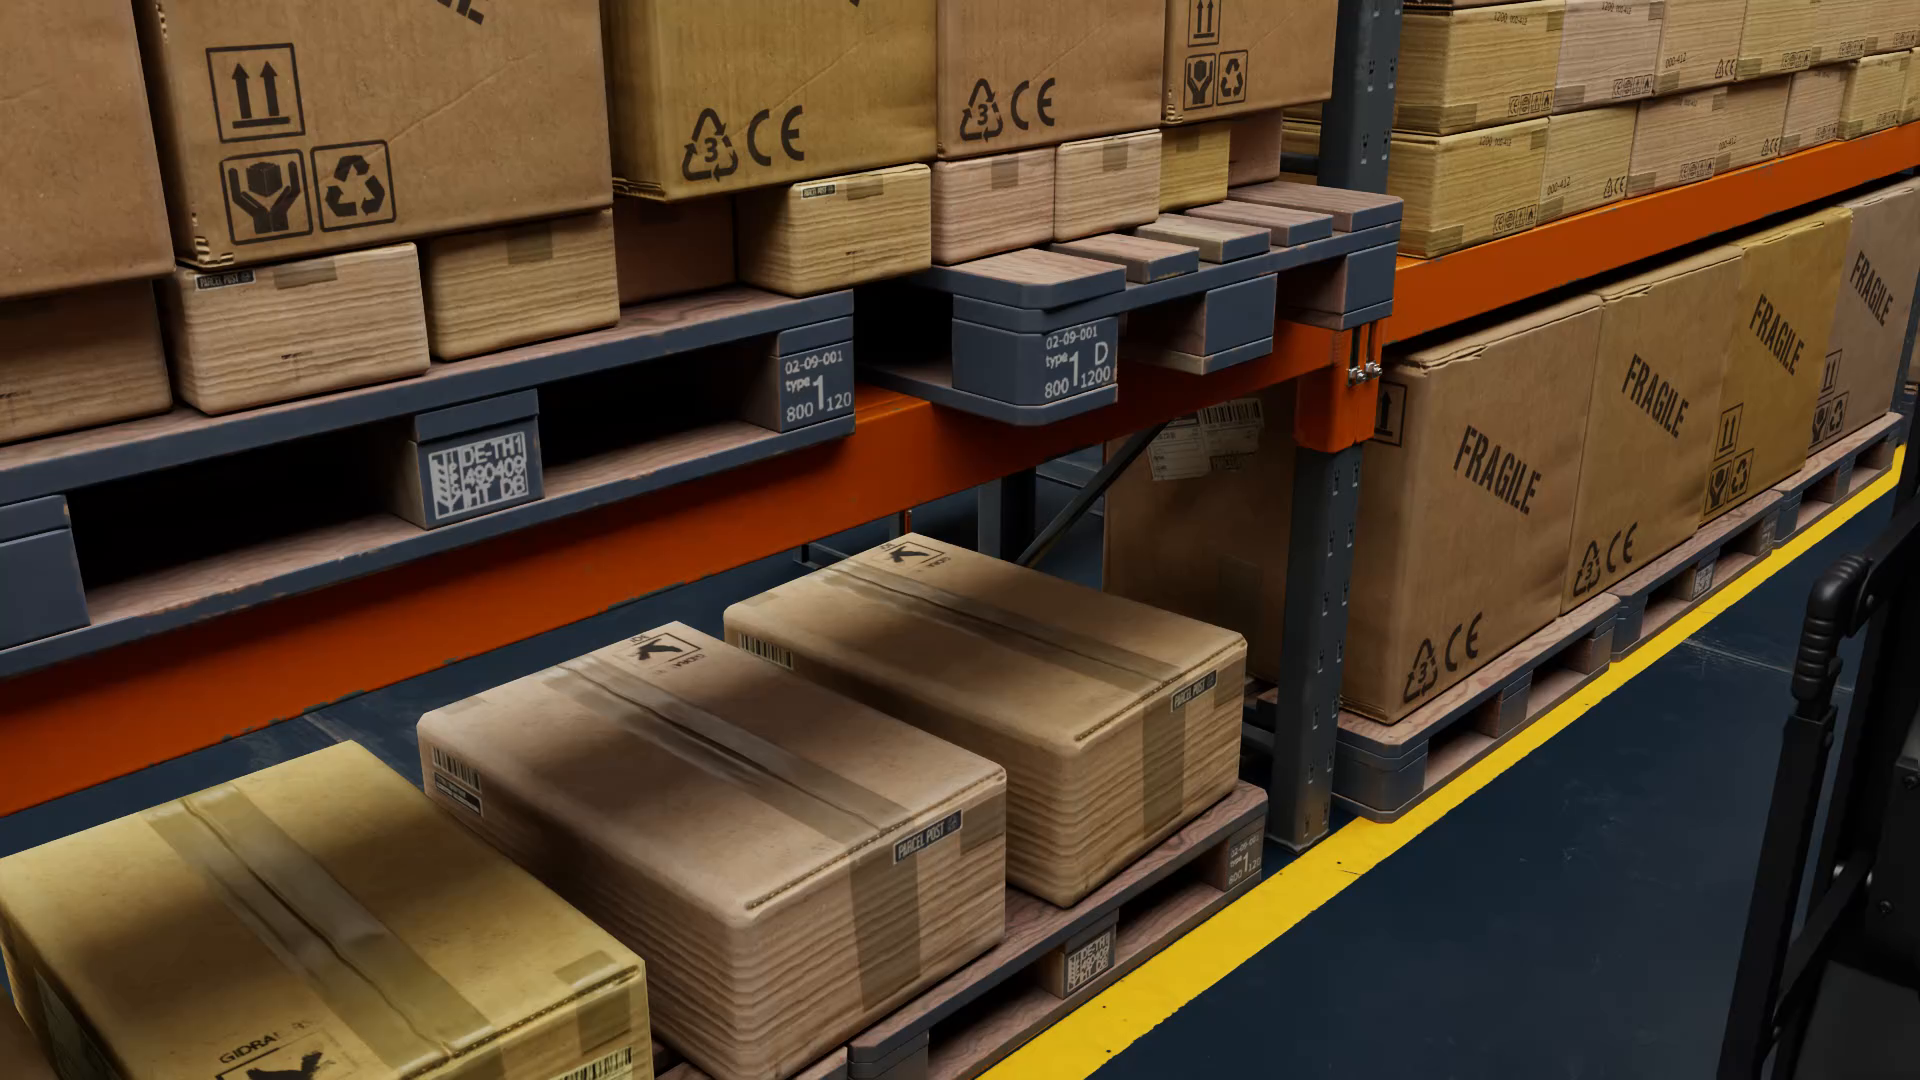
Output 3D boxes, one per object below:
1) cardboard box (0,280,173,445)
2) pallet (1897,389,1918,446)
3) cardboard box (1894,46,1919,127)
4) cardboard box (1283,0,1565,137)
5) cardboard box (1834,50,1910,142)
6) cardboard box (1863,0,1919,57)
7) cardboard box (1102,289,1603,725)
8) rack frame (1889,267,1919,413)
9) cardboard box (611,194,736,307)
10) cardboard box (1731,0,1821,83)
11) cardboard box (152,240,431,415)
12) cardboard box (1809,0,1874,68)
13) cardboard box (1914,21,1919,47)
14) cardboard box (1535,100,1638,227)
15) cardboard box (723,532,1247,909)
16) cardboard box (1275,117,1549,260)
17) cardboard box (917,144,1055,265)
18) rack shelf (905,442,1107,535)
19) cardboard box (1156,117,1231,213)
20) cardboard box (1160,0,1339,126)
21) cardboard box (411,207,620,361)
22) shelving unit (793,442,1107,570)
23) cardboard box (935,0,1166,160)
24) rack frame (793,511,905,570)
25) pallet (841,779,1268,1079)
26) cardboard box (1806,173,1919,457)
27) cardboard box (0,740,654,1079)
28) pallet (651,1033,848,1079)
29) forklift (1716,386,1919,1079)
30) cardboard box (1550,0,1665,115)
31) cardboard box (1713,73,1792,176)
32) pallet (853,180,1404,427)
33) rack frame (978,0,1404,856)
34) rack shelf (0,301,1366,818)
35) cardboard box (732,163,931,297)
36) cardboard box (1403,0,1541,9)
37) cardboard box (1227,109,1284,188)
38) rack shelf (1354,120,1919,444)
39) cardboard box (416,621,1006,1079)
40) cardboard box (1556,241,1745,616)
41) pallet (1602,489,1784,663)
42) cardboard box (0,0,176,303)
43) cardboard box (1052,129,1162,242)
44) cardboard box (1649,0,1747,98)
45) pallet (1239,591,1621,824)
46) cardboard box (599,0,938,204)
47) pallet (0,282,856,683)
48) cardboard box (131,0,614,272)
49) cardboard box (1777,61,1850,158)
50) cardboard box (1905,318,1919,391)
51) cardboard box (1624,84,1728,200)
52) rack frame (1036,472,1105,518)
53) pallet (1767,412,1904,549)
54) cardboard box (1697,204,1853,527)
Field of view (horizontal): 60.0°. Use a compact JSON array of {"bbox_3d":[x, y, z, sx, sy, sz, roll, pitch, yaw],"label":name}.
[{"bbox_3d":[-1.028,-0.218,1.725,0.380,0.149,0.250,20,28,41],"label":"cardboard box"},{"bbox_3d":[3.821,-0.734,7.190,1.003,0.211,1.213,19,28,41],"label":"pallet"},{"bbox_3d":[3.102,-1.611,5.795,0.500,0.250,0.500,18,28,39],"label":"cardboard box"},{"bbox_3d":[0.974,-1.063,3.673,0.500,0.250,0.500,19,28,40],"label":"cardboard box"},{"bbox_3d":[2.746,-1.481,5.455,0.500,0.250,0.500,19,28,40],"label":"cardboard box"},{"bbox_3d":[2.757,-1.719,5.377,0.500,0.250,0.500,-19,28,-41],"label":"cardboard box"},{"bbox_3d":[0.985,-0.193,4.271,0.875,0.875,0.875,19,28,40],"label":"cardboard box"},{"bbox_3d":[3.234,-1.860,6.232,1.000,3.000,0.127,19,28,41],"label":"rack frame"},{"bbox_3d":[-0.524,-0.434,2.288,0.380,0.149,0.250,20,28,41],"label":"cardboard box"},{"bbox_3d":[2.055,-1.448,4.673,0.500,0.250,0.500,-20,28,-41],"label":"cardboard box"},{"bbox_3d":[-0.806,-0.273,1.869,0.250,0.149,0.380,-19,28,-40],"label":"cardboard box"},{"bbox_3d":[2.400,-1.584,5.027,0.500,0.250,0.500,-19,28,-41],"label":"cardboard box"},{"bbox_3d":[3.101,-1.849,5.717,0.500,0.250,0.500,19,28,41],"label":"cardboard box"},{"bbox_3d":[1.311,-0.961,4.103,0.500,0.250,0.500,18,28,39],"label":"cardboard box"},{"bbox_3d":[0.042,0.342,3.582,0.950,0.372,0.625,17,27,37],"label":"cardboard box"},{"bbox_3d":[0.965,-0.824,3.748,0.500,0.250,0.500,19,28,40],"label":"cardboard box"},{"bbox_3d":[-0.077,-0.542,2.567,0.380,0.149,0.250,18,27,38],"label":"cardboard box"},{"bbox_3d":[0.005,-0.299,5.465,0.538,0.278,1.000,19,28,41],"label":"rack shelf"},{"bbox_3d":[0.248,-0.680,2.928,0.250,0.149,0.380,-20,28,-41],"label":"cardboard box"},{"bbox_3d":[0.326,-1.027,2.926,0.500,0.500,0.500,18,28,39],"label":"cardboard box"},{"bbox_3d":[-0.641,-0.349,2.067,0.380,0.149,0.250,18,27,39],"label":"cardboard box"},{"bbox_3d":[0.005,-0.527,5.377,0.538,1.125,1.048,19,28,41],"label":"shelving unit"},{"bbox_3d":[-0.027,-0.891,2.573,0.500,0.500,0.500,19,28,40],"label":"cardboard box"},{"bbox_3d":[-0.350,-0.396,5.037,0.500,1.125,0.032,19,28,41],"label":"rack frame"},{"bbox_3d":[-0.103,0.670,3.536,1.003,0.211,1.213,19,28,41],"label":"pallet"},{"bbox_3d":[2.859,-0.885,6.072,0.875,0.875,0.875,-19,28,-40],"label":"cardboard box"},{"bbox_3d":[-1.000,0.727,2.580,0.625,0.372,0.950,-19,28,-40],"label":"cardboard box"},{"bbox_3d":[-0.954,0.983,2.724,1.003,0.211,1.213,19,28,41],"label":"pallet"},{"bbox_3d":[1.450,-0.024,1.552,1.130,2.935,3.031,17,27,37],"label":"forklift"},{"bbox_3d":[1.335,-1.196,4.018,0.500,0.250,0.500,-19,28,-41],"label":"cardboard box"},{"bbox_3d":[2.023,-1.222,4.782,0.500,0.250,0.500,19,28,41],"label":"cardboard box"},{"bbox_3d":[0.023,-0.532,3.046,1.213,0.211,1.003,19,28,41],"label":"pallet"},{"bbox_3d":[0.444,-0.832,3.557,1.000,3.000,0.127,19,28,41],"label":"rack frame"},{"bbox_3d":[-0.952,0.018,2.349,1.077,0.370,4.000,19,28,41],"label":"rack shelf"},{"bbox_3d":[-0.259,-0.467,2.374,0.250,0.149,0.380,-20,28,-41],"label":"cardboard box"},{"bbox_3d":[0.963,-1.411,3.531,0.500,0.500,0.500,18,27,39],"label":"cardboard box"},{"bbox_3d":[0.383,-0.767,3.155,0.250,0.149,0.380,-19,28,-40],"label":"cardboard box"},{"bbox_3d":[1.839,-1.010,5.024,1.077,0.370,4.000,19,28,41],"label":"rack shelf"},{"bbox_3d":[-0.467,0.533,3.083,0.950,0.372,0.625,19,28,40],"label":"cardboard box"},{"bbox_3d":[1.610,-0.421,4.865,0.875,0.875,0.875,20,29,41],"label":"cardboard box"},{"bbox_3d":[1.899,-0.026,5.348,1.003,0.211,1.213,19,28,41],"label":"pallet"},{"bbox_3d":[-1.111,-0.486,1.519,0.500,0.500,0.500,19,28,40],"label":"cardboard box"},{"bbox_3d":[0.105,-0.604,2.731,0.380,0.149,0.250,19,28,40],"label":"cardboard box"},{"bbox_3d":[1.692,-1.321,4.343,0.500,0.250,0.500,19,28,40],"label":"cardboard box"},{"bbox_3d":[1.048,0.286,4.536,1.003,0.211,1.213,19,28,41],"label":"pallet"},{"bbox_3d":[-0.378,-0.761,2.234,0.500,0.500,0.500,17,27,37],"label":"cardboard box"},{"bbox_3d":[-0.908,-0.223,2.241,1.003,0.211,1.213,19,28,41],"label":"pallet"},{"bbox_3d":[-0.760,-0.621,1.870,0.500,0.500,0.500,18,27,39],"label":"cardboard box"},{"bbox_3d":[2.380,-1.356,5.130,0.500,0.250,0.500,18,28,39],"label":"cardboard box"},{"bbox_3d":[3.749,-0.994,6.967,0.875,0.438,0.875,19,28,40],"label":"cardboard box"},{"bbox_3d":[1.681,-1.094,4.450,0.500,0.250,0.500,-19,28,-40],"label":"cardboard box"},{"bbox_3d":[0.359,-0.657,5.717,0.500,1.125,0.032,19,28,41],"label":"rack frame"},{"bbox_3d":[2.750,-0.341,6.168,1.003,0.211,1.213,19,28,41],"label":"pallet"},{"bbox_3d":[2.234,-0.651,5.462,0.875,0.875,0.875,-19,28,-40],"label":"cardboard box"}]
